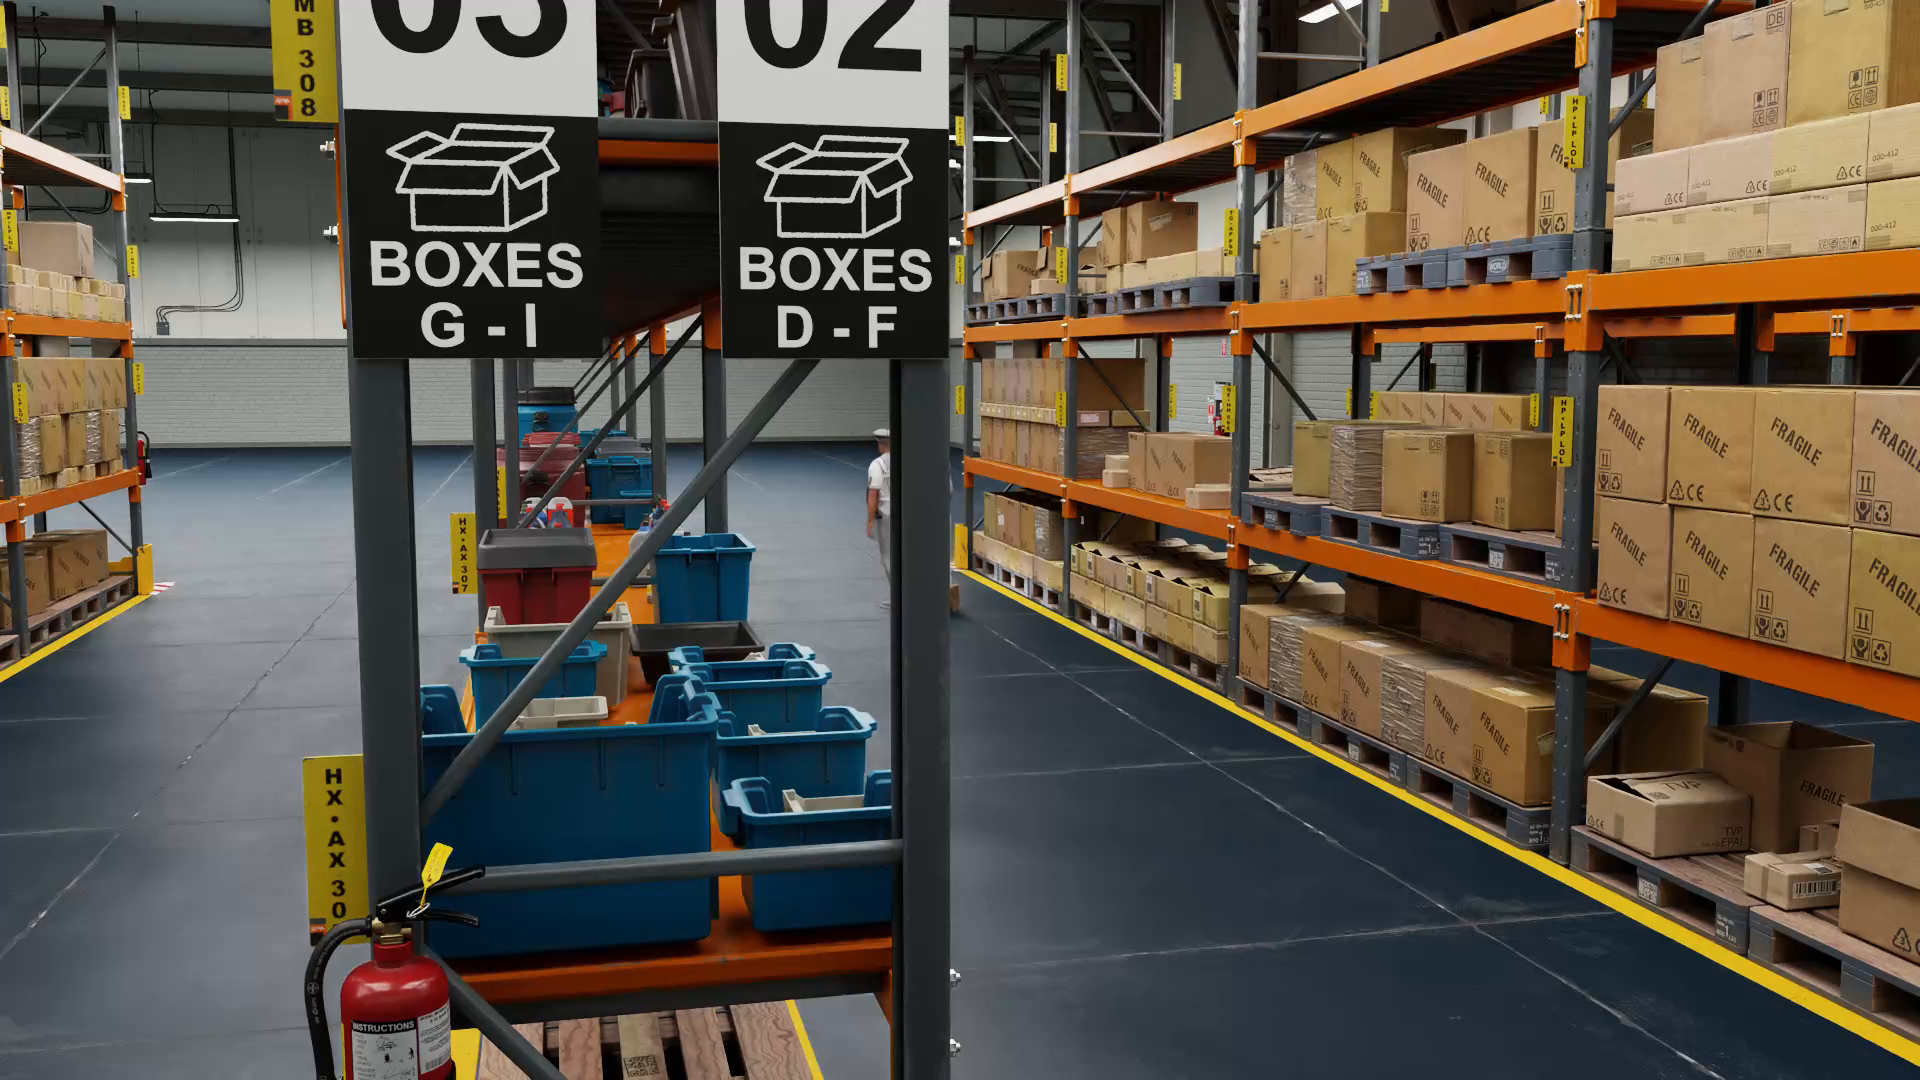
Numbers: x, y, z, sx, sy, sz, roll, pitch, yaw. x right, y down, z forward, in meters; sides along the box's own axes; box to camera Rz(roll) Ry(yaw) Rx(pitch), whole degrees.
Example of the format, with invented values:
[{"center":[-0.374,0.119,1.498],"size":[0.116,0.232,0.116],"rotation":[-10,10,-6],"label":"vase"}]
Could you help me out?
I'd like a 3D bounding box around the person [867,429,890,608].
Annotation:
[{"center":[-0.618,-0.190,16.109],"size":[0.566,1.761,0.475],"rotation":[-5,8,-40],"label":"person"}]
